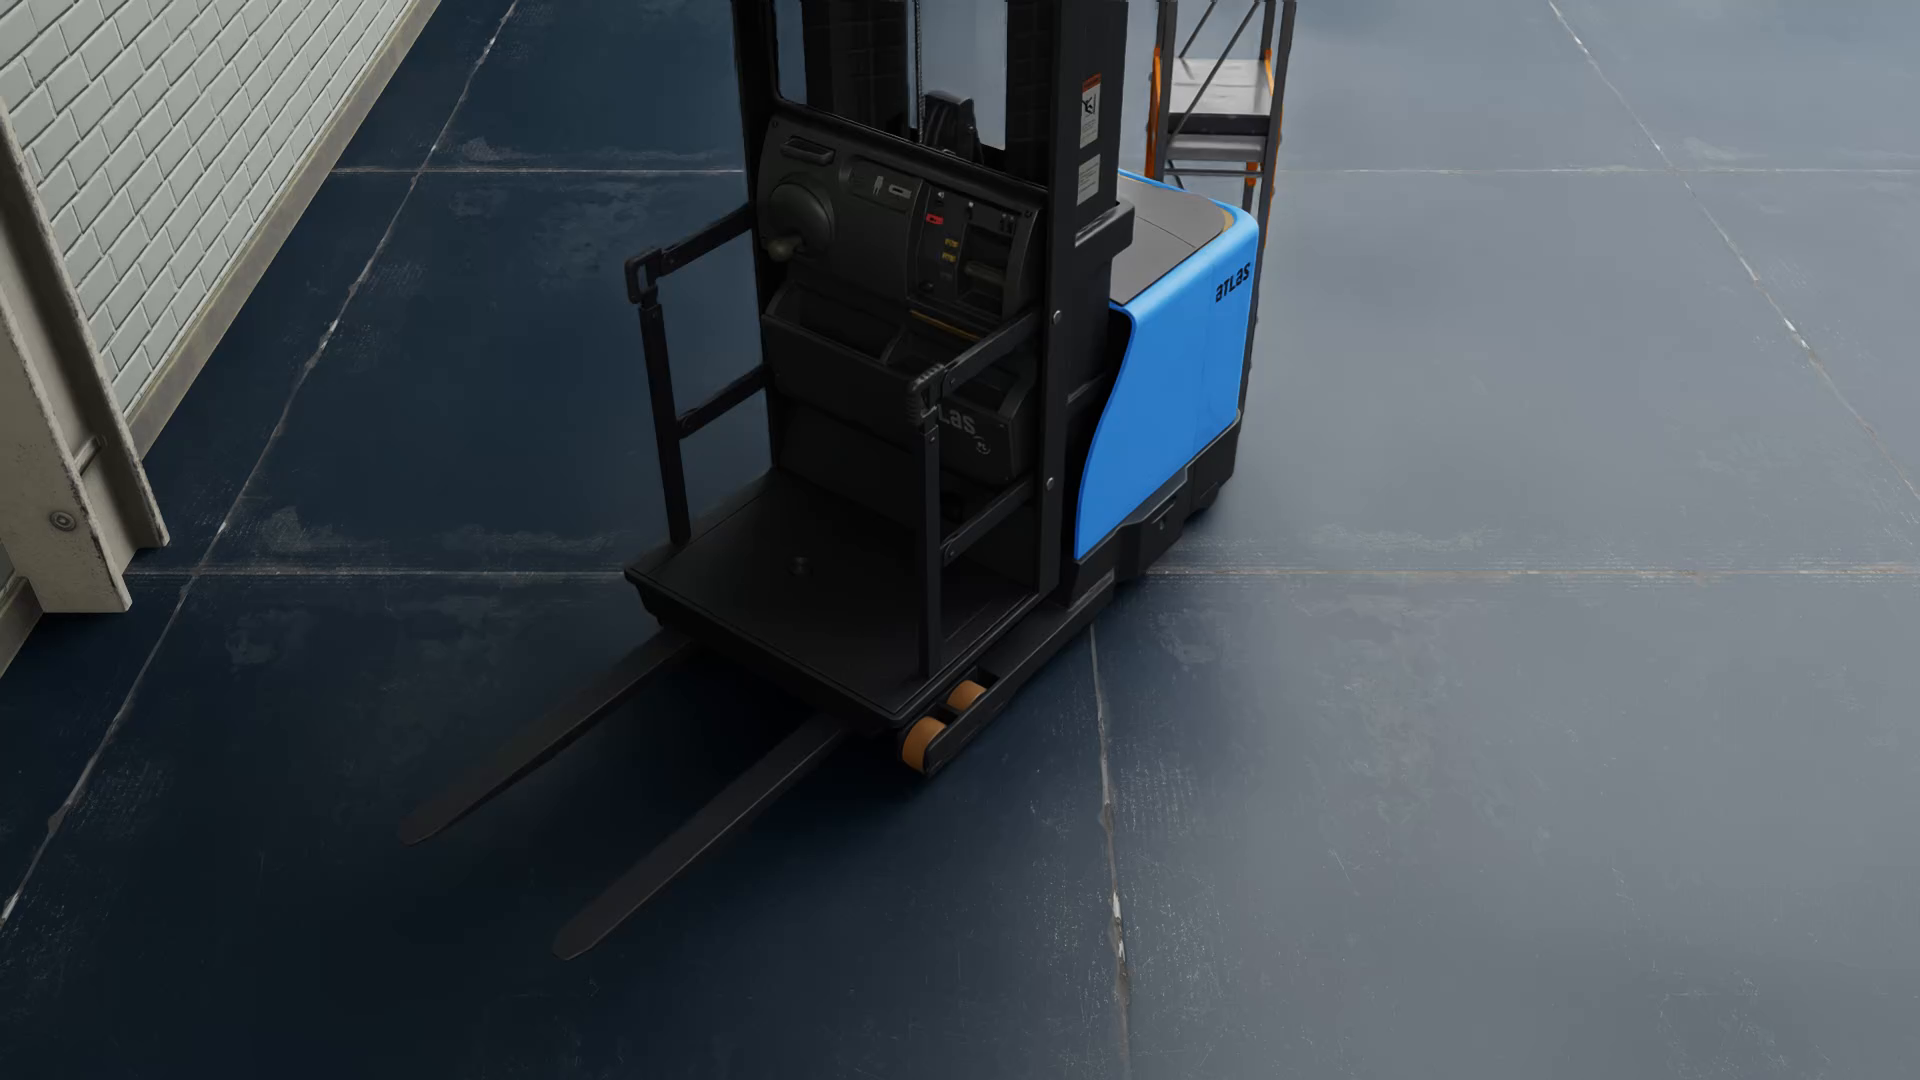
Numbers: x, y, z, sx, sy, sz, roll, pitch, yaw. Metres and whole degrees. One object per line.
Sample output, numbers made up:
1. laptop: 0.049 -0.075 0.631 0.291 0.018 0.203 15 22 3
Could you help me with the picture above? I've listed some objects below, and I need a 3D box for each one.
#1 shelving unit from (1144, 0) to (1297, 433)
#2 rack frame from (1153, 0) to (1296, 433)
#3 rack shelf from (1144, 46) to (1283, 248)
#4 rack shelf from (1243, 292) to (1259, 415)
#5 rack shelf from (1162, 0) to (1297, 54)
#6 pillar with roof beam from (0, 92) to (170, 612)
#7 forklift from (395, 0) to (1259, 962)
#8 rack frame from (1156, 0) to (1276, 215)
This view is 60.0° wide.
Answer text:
1. shelving unit: 0.871 -1.385 5.799 0.431 2.100 0.503 2 39 3
2. rack frame: 0.855 -1.233 5.609 0.400 2.100 0.015 2 39 3
3. rack shelf: 0.871 -1.375 5.808 0.431 0.518 0.480 2 39 3
4. rack shelf: 0.871 -0.828 6.246 0.431 0.518 0.480 2 39 3
5. rack shelf: 0.871 -1.921 5.370 0.431 0.518 0.480 2 39 3
6. pillar with roof beam: 1.415 -3.402 2.800 9.100 9.000 0.400 0 39 0
7. forklift: -0.316 -0.808 4.415 1.130 2.935 3.031 26 45 28
8. rack frame: 0.888 -1.537 5.989 0.400 2.100 0.015 2 39 3
